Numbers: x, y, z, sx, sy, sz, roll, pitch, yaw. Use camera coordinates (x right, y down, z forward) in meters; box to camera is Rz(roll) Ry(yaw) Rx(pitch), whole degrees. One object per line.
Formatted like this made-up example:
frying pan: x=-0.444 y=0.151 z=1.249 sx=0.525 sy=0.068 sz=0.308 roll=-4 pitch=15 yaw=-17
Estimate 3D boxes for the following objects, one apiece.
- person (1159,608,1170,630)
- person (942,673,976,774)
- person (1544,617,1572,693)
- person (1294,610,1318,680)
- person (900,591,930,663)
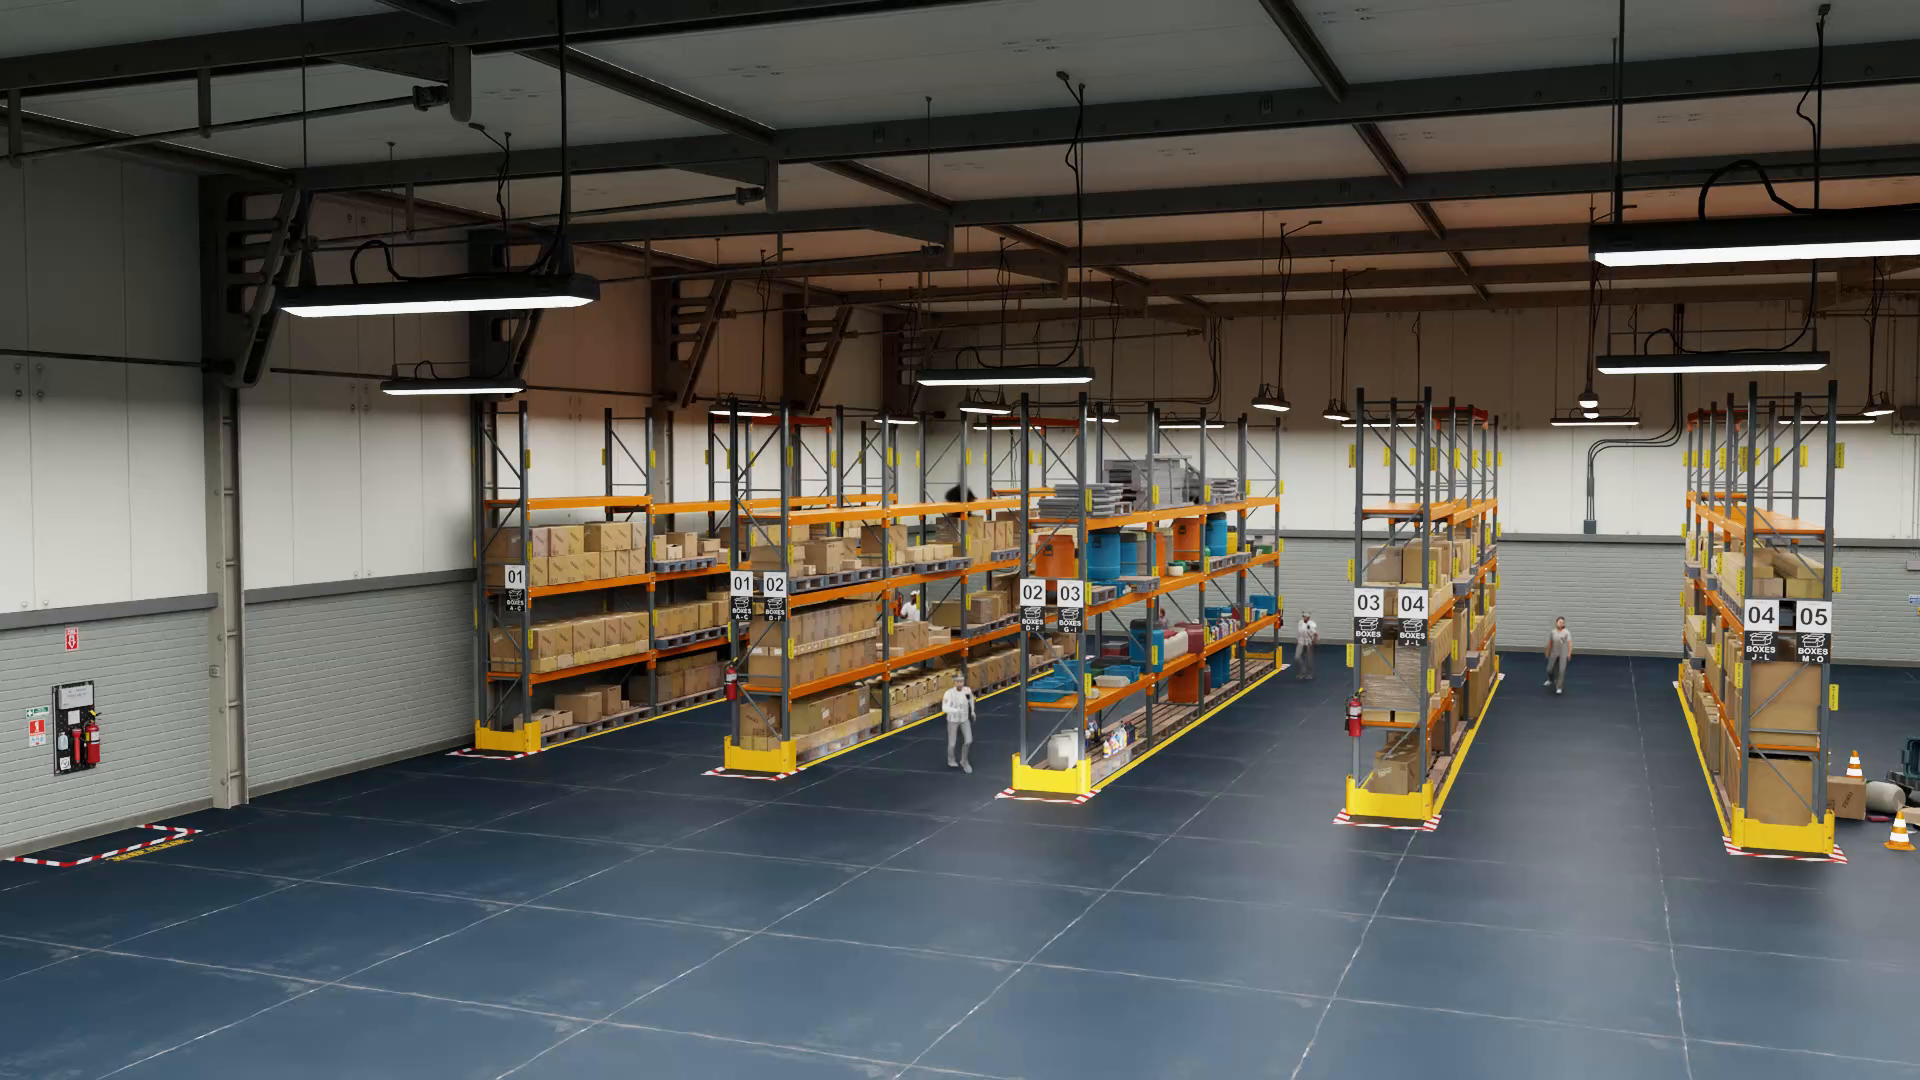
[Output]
person: x=4.558 y=2.338 z=37.861 sx=0.522 sy=1.603 sz=0.862 roll=1 pitch=3 yaw=21
person: x=-0.016 y=2.904 z=26.529 sx=0.601 sy=1.637 sz=0.933 roll=-1 pitch=3 yaw=-12
person: x=12.823 y=2.447 z=35.635 sx=0.625 sy=1.642 sz=0.644 roll=2 pitch=3 yaw=31
person: x=7.826 y=2.367 z=37.464 sx=0.558 sy=1.593 sz=0.746 roll=2 pitch=3 yaw=30
person: x=-1.125 y=2.122 z=40.871 sx=0.705 sy=1.745 sz=0.971 roll=1 pitch=3 yaw=11
